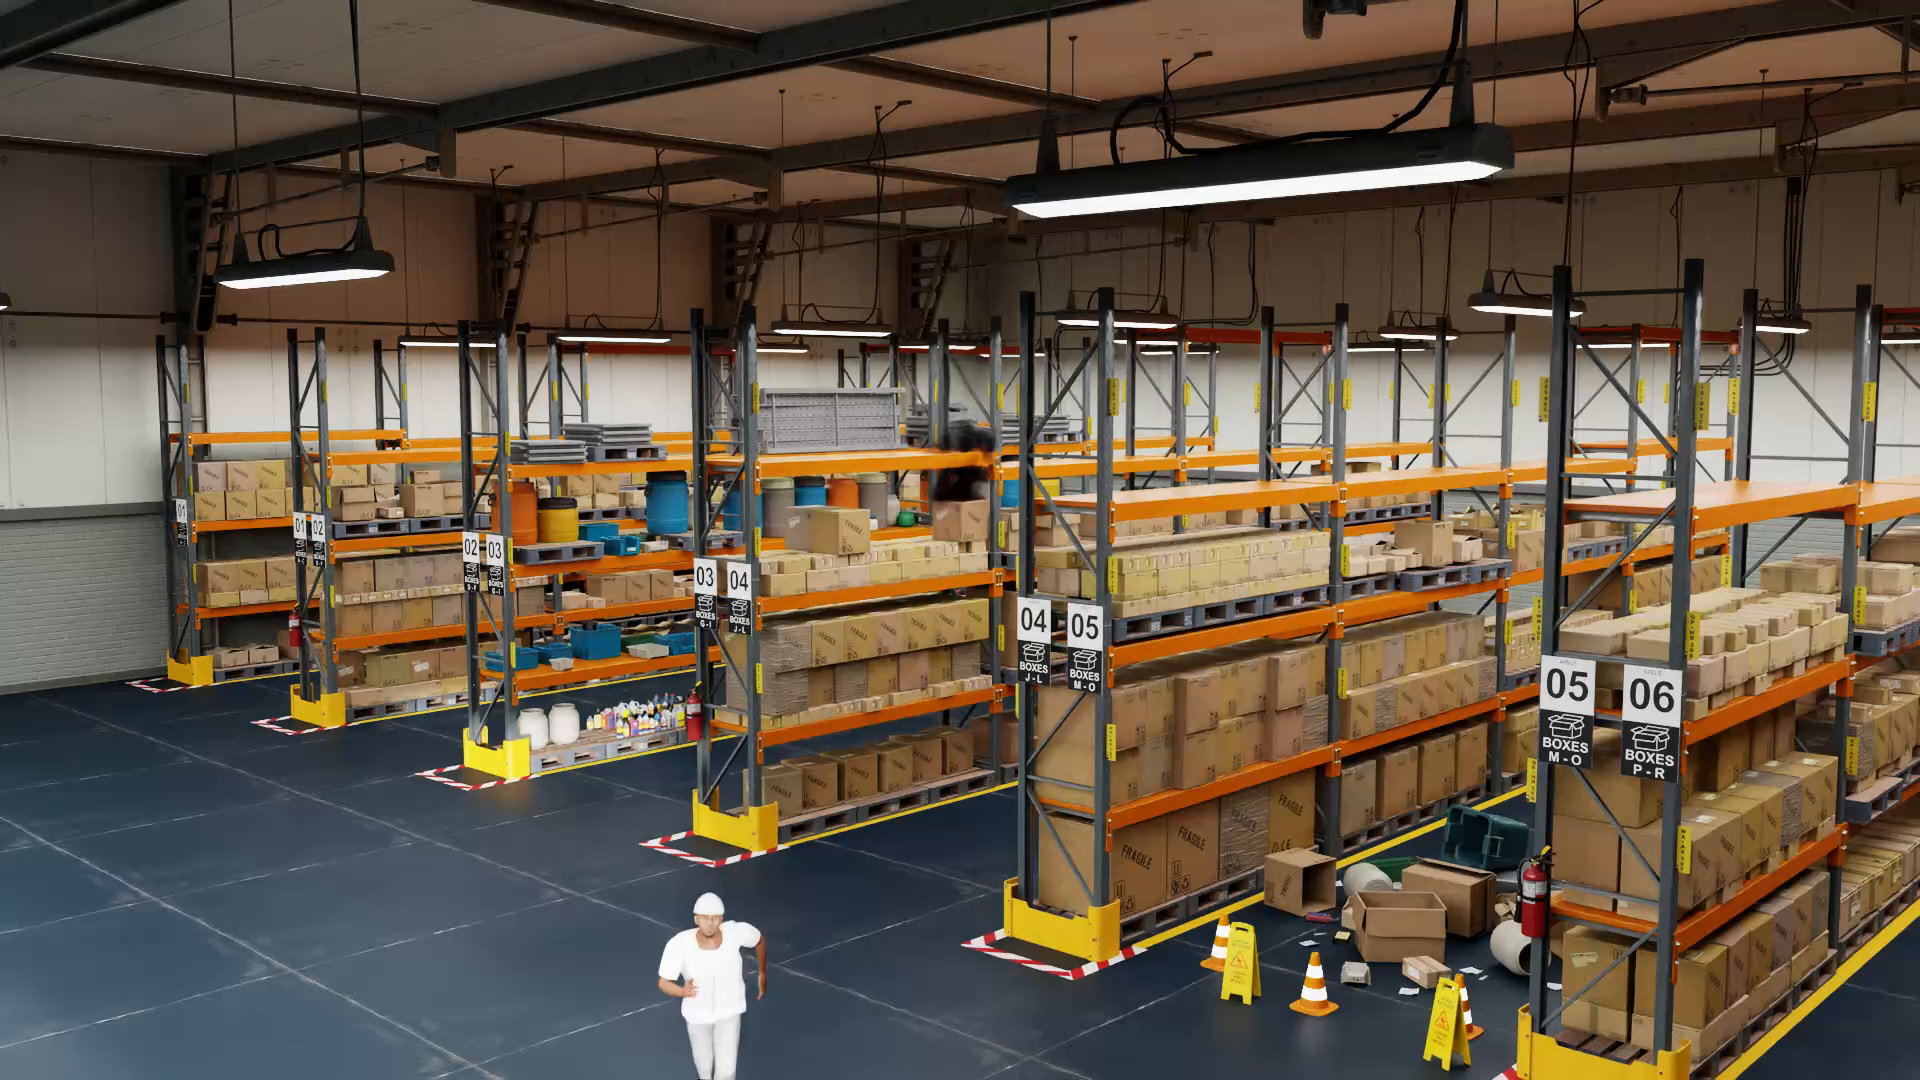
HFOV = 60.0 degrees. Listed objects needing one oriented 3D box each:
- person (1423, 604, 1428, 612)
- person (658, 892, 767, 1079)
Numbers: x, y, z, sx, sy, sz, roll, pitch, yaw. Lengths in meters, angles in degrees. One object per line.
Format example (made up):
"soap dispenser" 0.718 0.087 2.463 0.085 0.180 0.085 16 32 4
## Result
"person" 7.634 1.831 27.040 0.609 1.628 0.554 5 7 42
"person" -1.671 3.238 11.292 0.728 1.793 0.839 -1 5 -8
